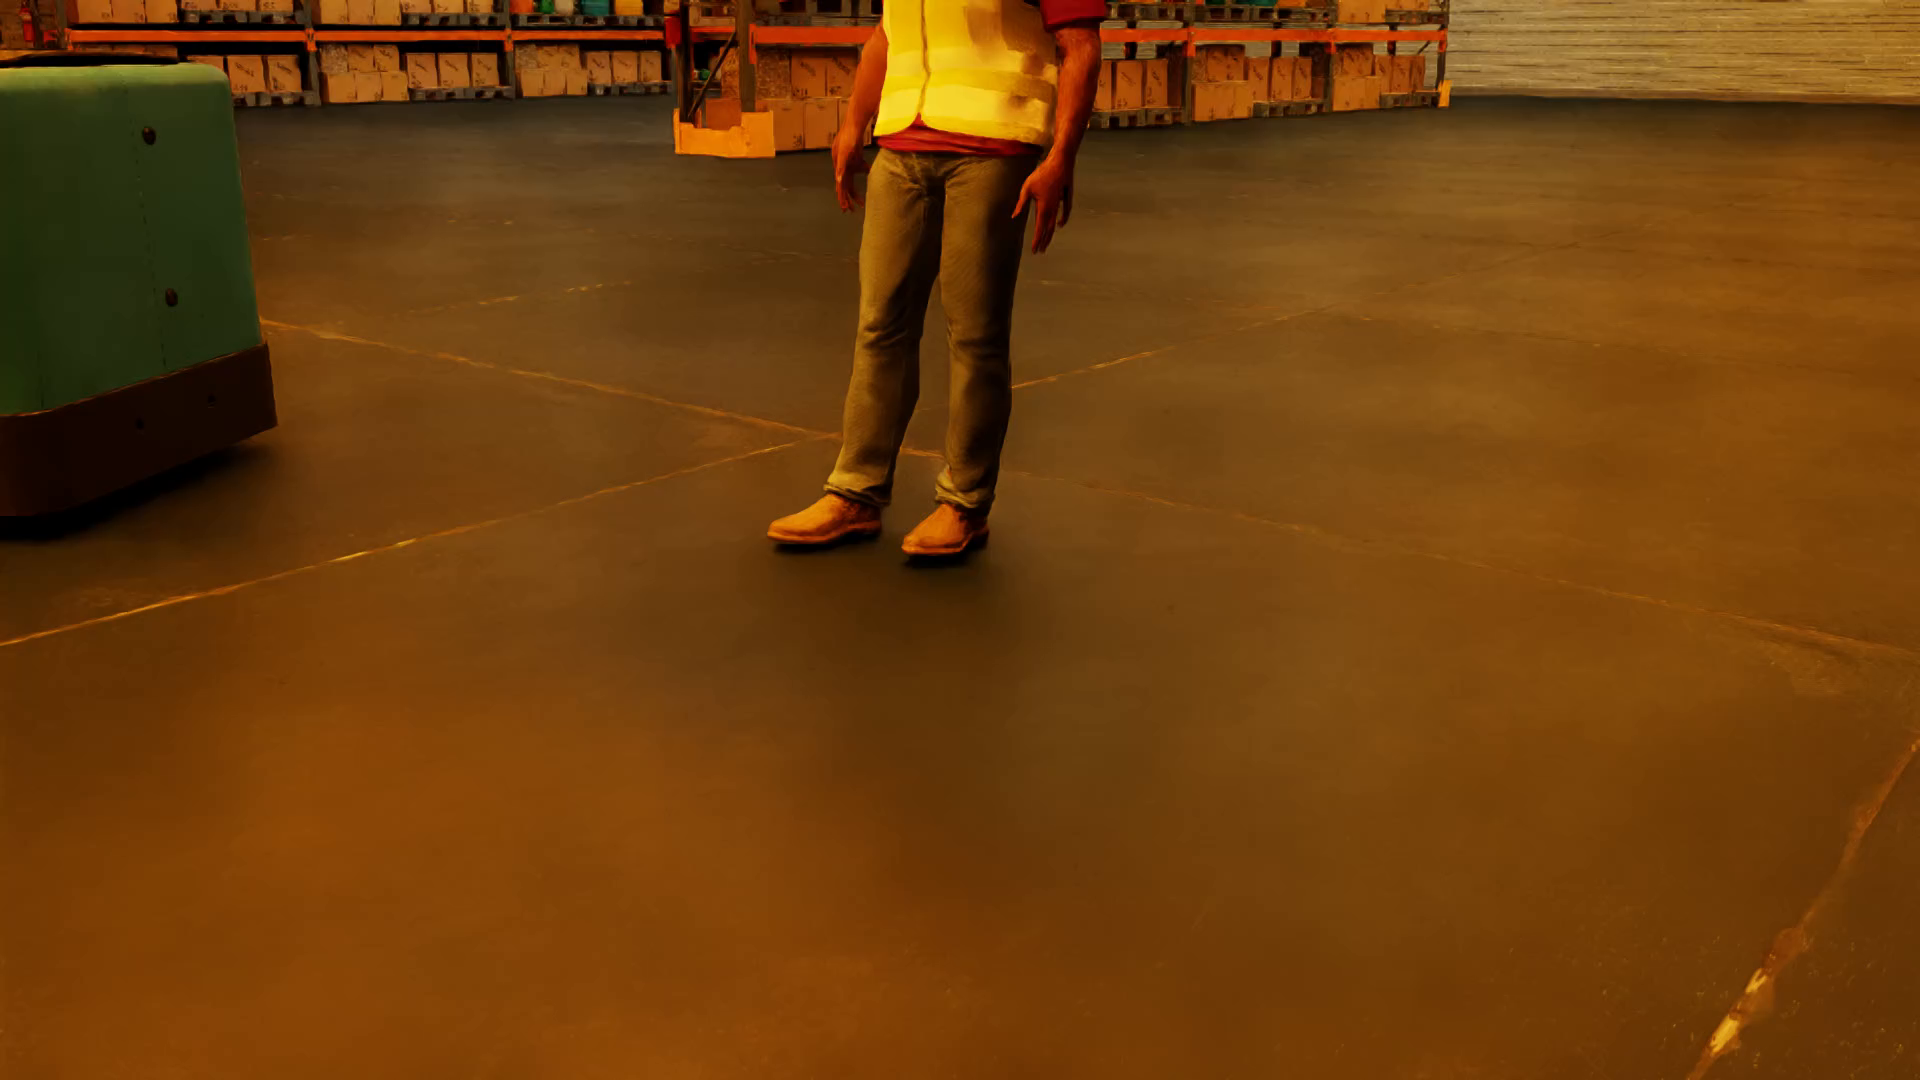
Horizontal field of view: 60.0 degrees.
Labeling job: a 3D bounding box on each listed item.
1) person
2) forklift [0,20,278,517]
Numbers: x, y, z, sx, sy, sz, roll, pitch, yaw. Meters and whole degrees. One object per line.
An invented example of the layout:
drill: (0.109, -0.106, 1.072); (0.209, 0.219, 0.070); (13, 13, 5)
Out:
person: (-0.049, -0.837, 3.635); (0.665, 1.766, 0.576); (13, 21, 37)
forklift: (-3.525, -1.605, 4.182); (3.031, 2.935, 1.130); (3, 17, 9)
